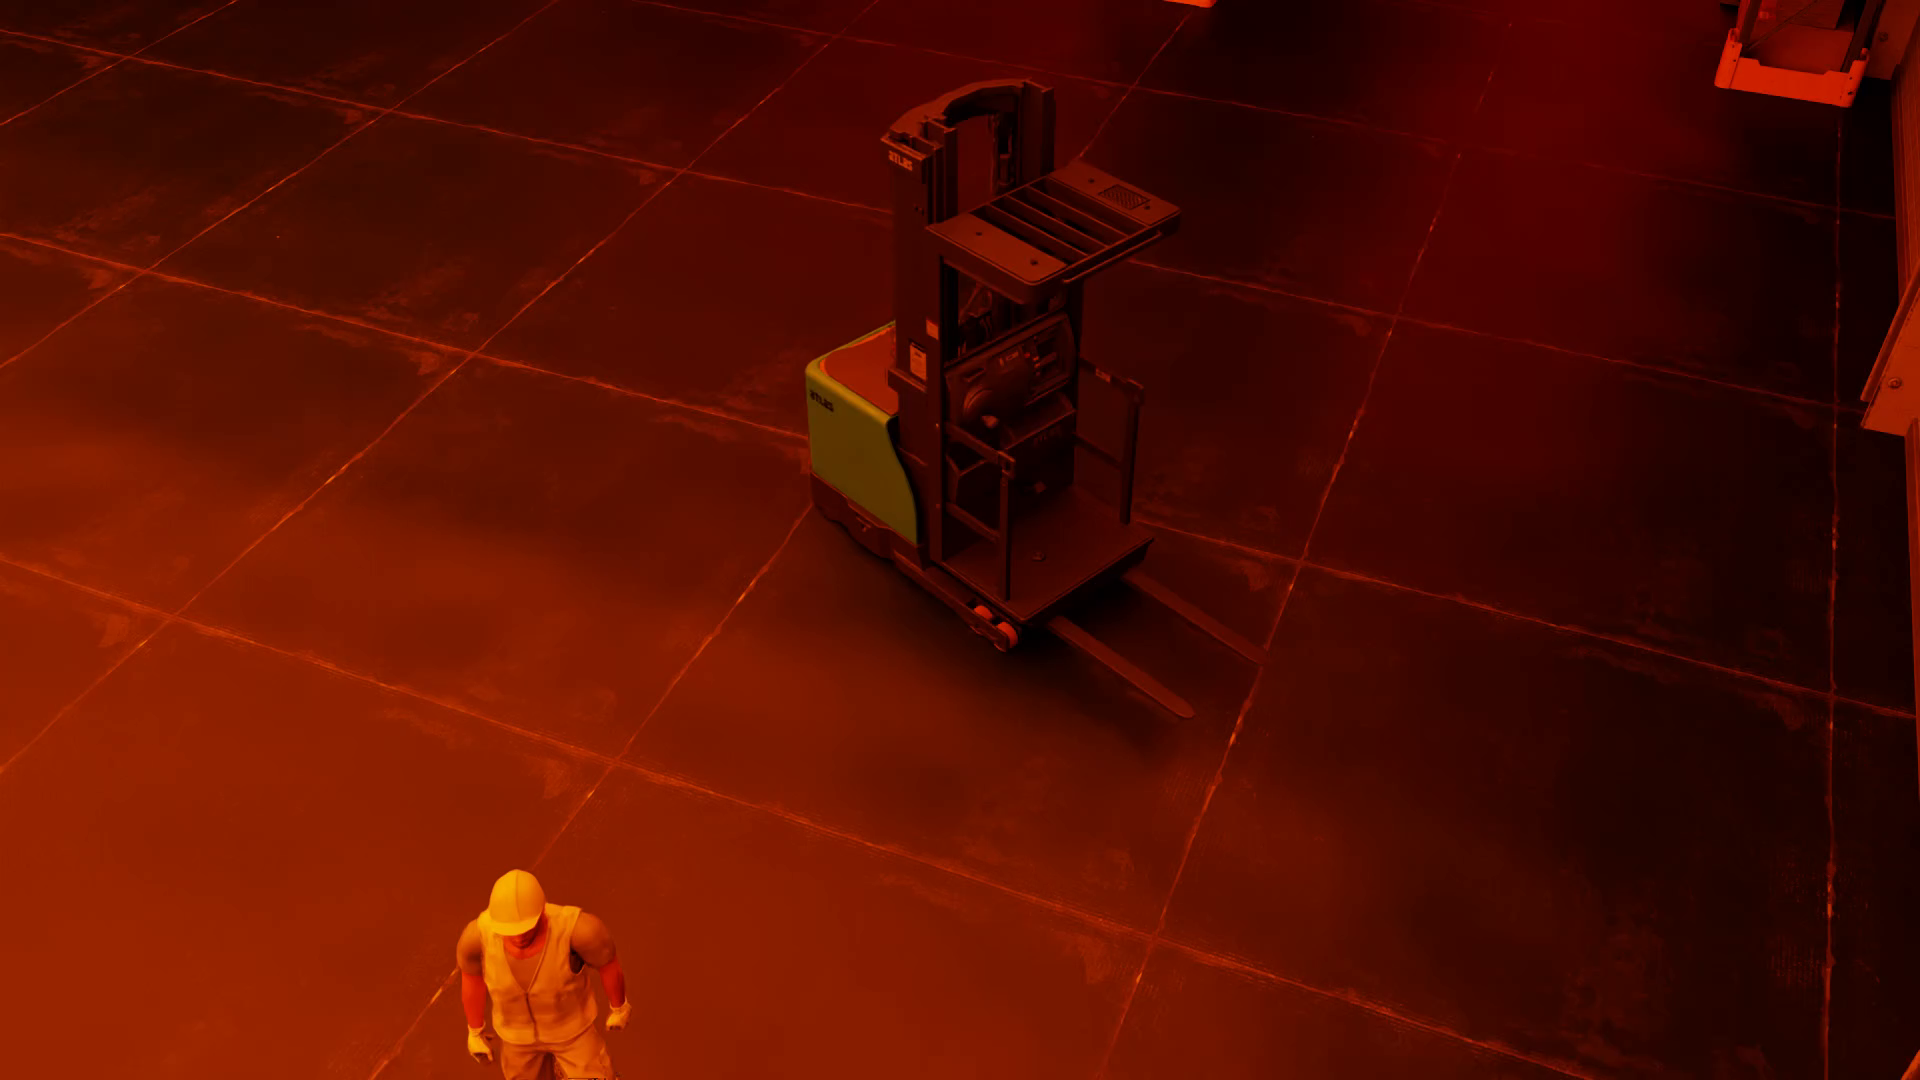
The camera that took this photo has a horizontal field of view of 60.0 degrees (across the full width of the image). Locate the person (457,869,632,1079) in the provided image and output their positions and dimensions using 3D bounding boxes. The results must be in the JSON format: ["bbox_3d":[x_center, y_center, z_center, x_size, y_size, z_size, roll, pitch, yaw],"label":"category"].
[{"bbox_3d":[-1.636,1.986,6.580,0.630,1.822,0.525,-1,40,-2],"label":"person"}]

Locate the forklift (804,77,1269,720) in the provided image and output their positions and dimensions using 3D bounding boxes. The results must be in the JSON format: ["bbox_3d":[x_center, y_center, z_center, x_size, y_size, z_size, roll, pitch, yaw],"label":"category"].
[{"bbox_3d":[0.429,-0.861,9.035,1.130,2.935,3.031,-31,49,-31],"label":"forklift"}]
